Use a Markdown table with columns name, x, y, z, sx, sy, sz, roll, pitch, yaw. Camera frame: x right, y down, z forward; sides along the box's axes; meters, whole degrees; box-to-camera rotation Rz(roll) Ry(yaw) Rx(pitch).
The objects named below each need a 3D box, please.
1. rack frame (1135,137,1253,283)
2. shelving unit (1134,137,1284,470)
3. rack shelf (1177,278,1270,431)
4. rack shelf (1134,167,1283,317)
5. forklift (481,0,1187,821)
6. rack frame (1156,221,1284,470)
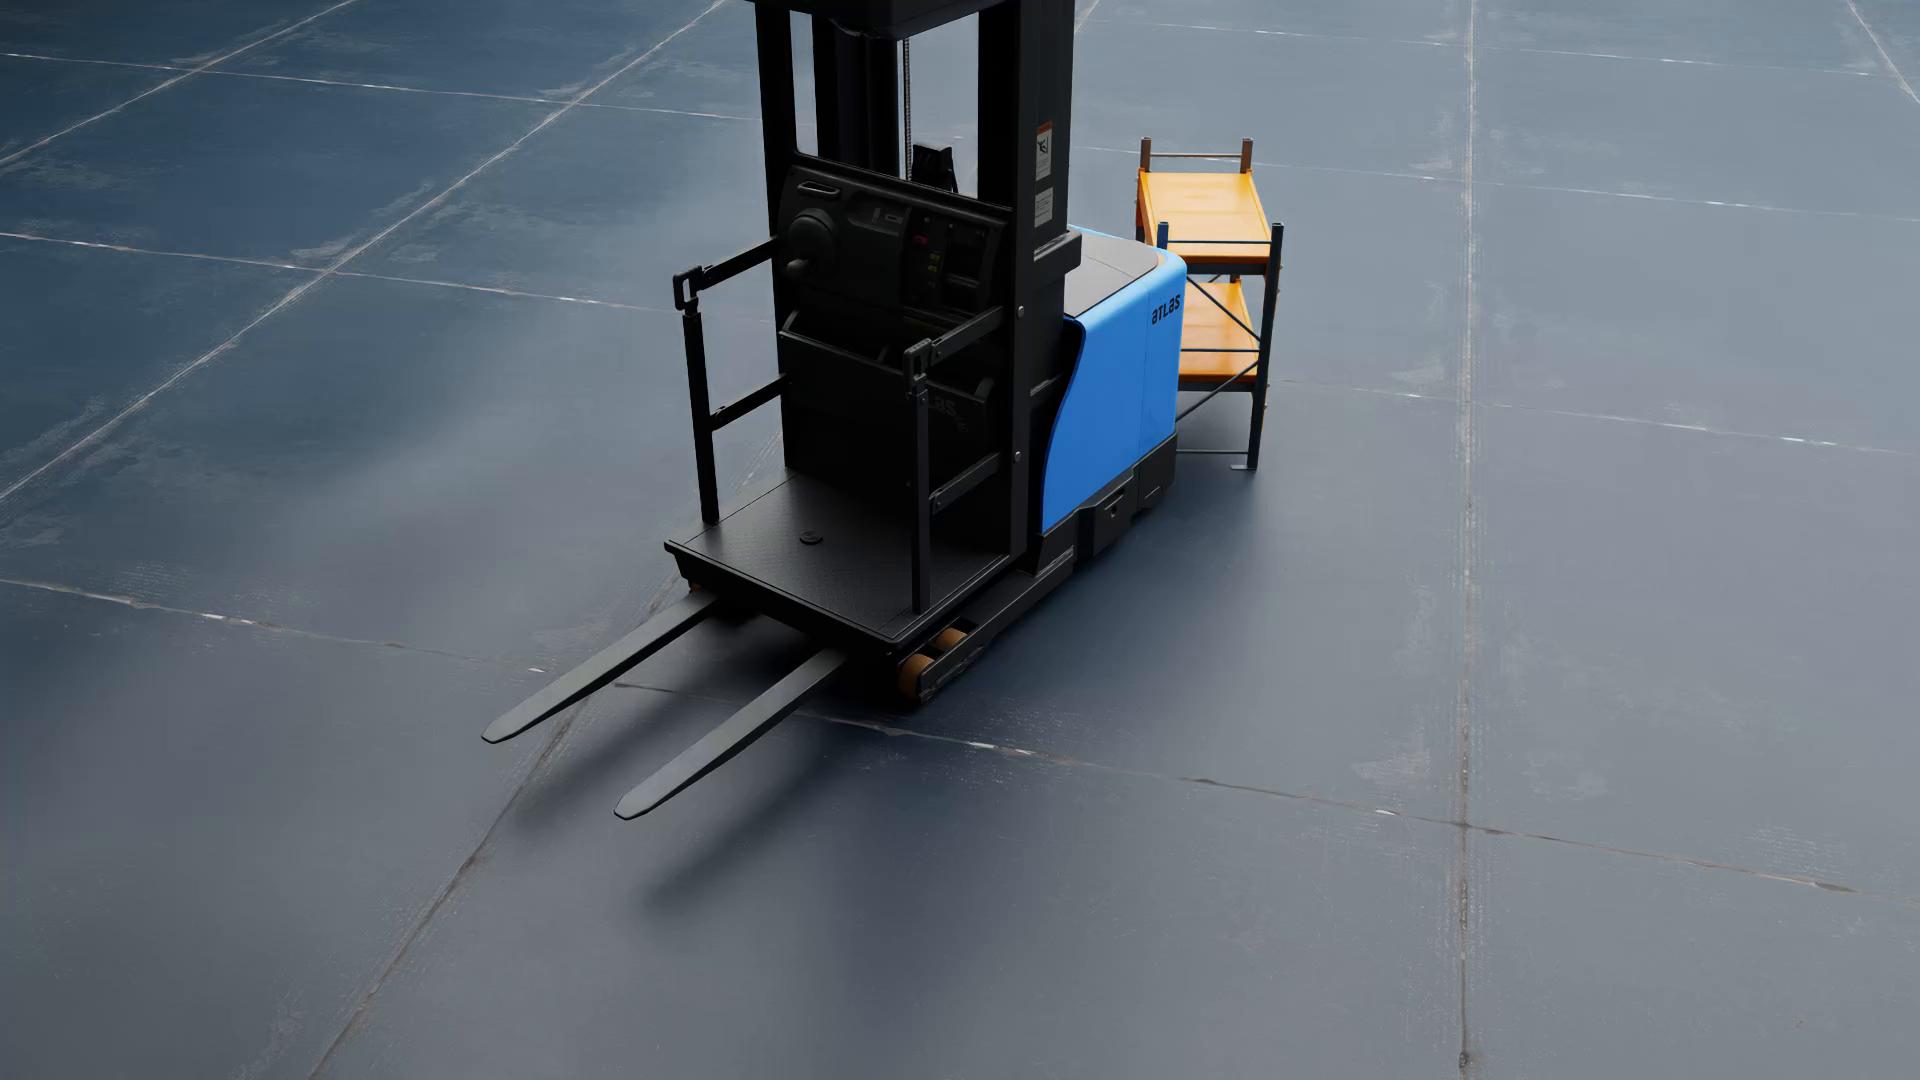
| name | x | y | z | sx | sy | sz | roll | pitch | yaw |
| --- | --- | --- | --- | --- | --- | --- | --- | --- | --- |
| rack frame | 1.070 | -1.336 | 7.803 | 0.500 | 1.125 | 0.032 | 1 | 32 | 1 |
| shelving unit | 1.056 | -1.063 | 7.374 | 0.538 | 1.125 | 1.048 | 1 | 32 | 1 |
| rack shelf | 1.056 | -0.857 | 7.505 | 0.538 | 0.278 | 1.000 | 1 | 32 | 1 |
| rack shelf | 1.056 | -1.310 | 7.217 | 0.538 | 0.278 | 1.000 | 1 | 32 | 1 |
| forklift | -0.374 | -0.965 | 5.536 | 1.130 | 2.935 | 3.031 | 22 | 38 | 30 |
| rack frame | 1.042 | -0.791 | 6.945 | 0.500 | 1.125 | 0.032 | 1 | 32 | 1 |
